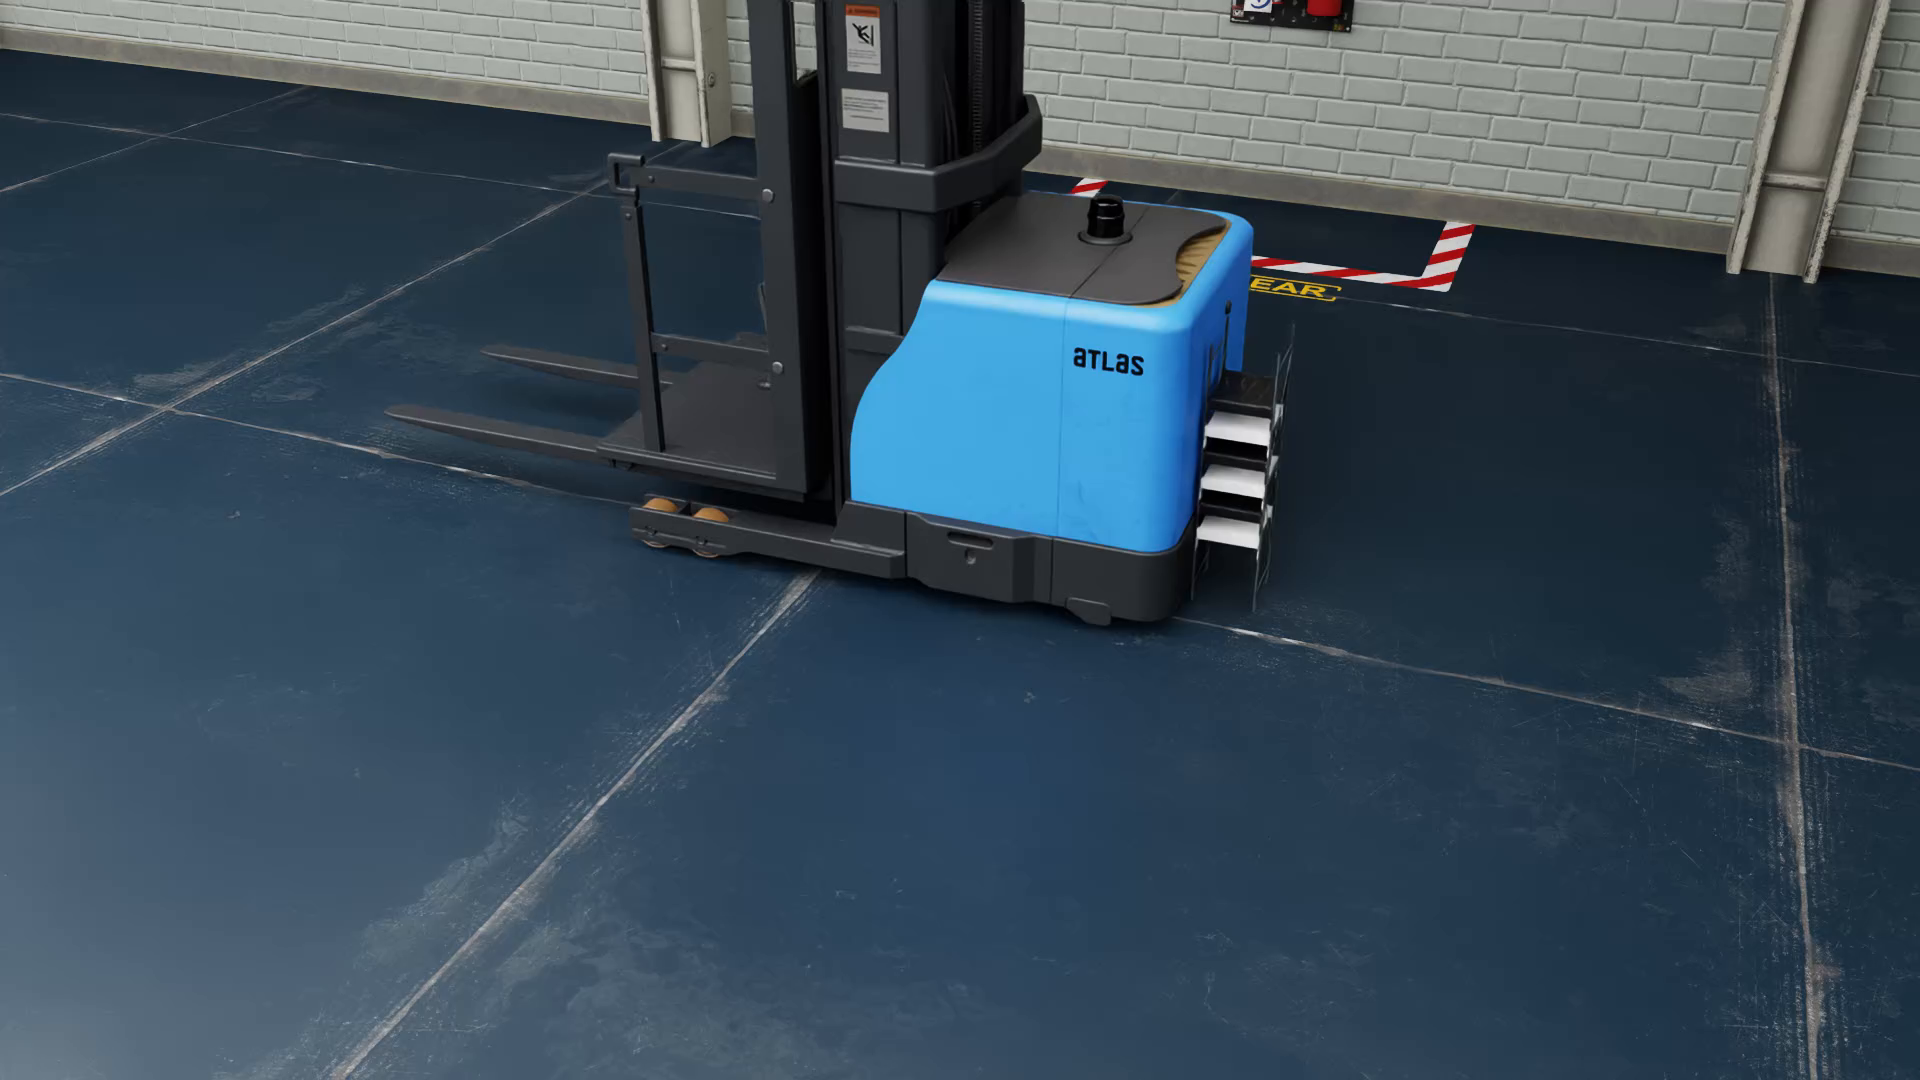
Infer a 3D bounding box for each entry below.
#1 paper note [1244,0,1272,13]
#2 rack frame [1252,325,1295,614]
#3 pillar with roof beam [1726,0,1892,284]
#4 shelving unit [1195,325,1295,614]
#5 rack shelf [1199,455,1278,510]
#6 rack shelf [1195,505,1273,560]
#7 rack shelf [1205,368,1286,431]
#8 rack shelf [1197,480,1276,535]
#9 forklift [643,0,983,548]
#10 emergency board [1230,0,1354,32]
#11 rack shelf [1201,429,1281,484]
[{"bbox_3d":[1.533,-2.787,8.527,0.142,0.148,0.016,11,31,19],"label":"paper note"},{"bbox_3d":[0.981,-0.212,5.210,0.006,0.900,0.240,10,31,18],"label":"rack frame"},{"bbox_3d":[2.328,-3.280,2.408,0.400,9.000,9.100,11,31,19],"label":"pillar with roof beam"},{"bbox_3d":[-7.026,-3.305,10.684,19.404,0.900,6.446,10,31,18],"label":"shelving unit"},{"bbox_3d":[0.885,-0.200,5.257,0.200,0.077,0.258,10,31,18],"label":"rack shelf"},{"bbox_3d":[-7.028,-3.034,10.838,19.399,0.275,6.446,10,31,18],"label":"rack shelf"},{"bbox_3d":[0.885,-0.435,5.124,0.200,0.077,0.258,10,31,18],"label":"rack shelf"},{"bbox_3d":[0.885,-0.122,5.301,0.200,0.077,0.258,10,31,18],"label":"rack shelf"},{"bbox_3d":[-0.593,-1.448,5.334,3.031,2.935,1.121,10,31,18],"label":"forklift"},{"bbox_3d":[1.671,-3.106,8.197,0.643,1.169,0.194,11,31,19],"label":"emergency board"},{"bbox_3d":[0.885,-0.278,5.213,0.200,0.077,0.258,10,31,18],"label":"rack shelf"}]
